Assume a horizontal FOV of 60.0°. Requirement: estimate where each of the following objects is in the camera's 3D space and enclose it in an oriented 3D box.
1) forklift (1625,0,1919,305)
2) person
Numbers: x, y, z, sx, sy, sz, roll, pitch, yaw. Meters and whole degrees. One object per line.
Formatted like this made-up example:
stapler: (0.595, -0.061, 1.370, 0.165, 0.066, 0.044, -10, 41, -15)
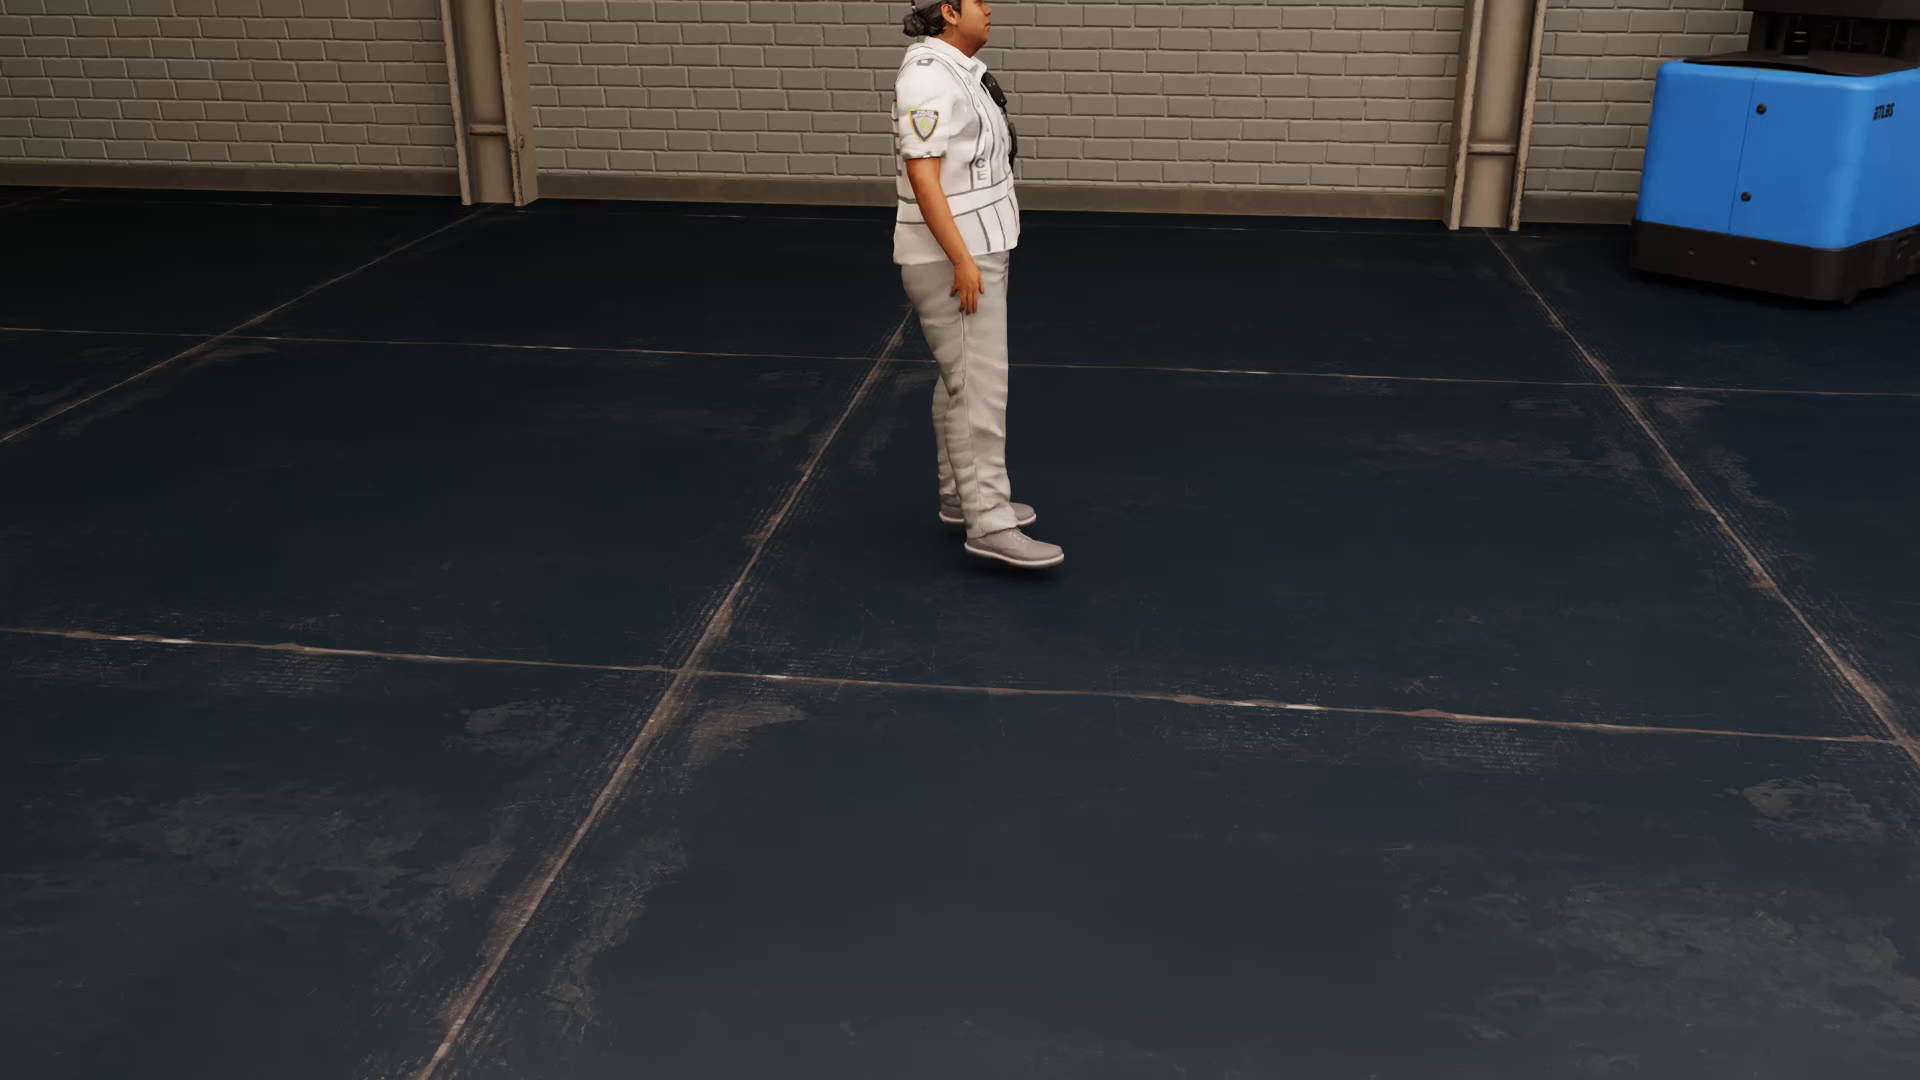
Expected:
forklift: (4.817, -2.913, 8.487, 3.031, 2.935, 1.130, -18, 28, -38)
person: (0.073, -0.806, 4.818, 0.528, 1.669, 0.598, 3, 22, 7)
